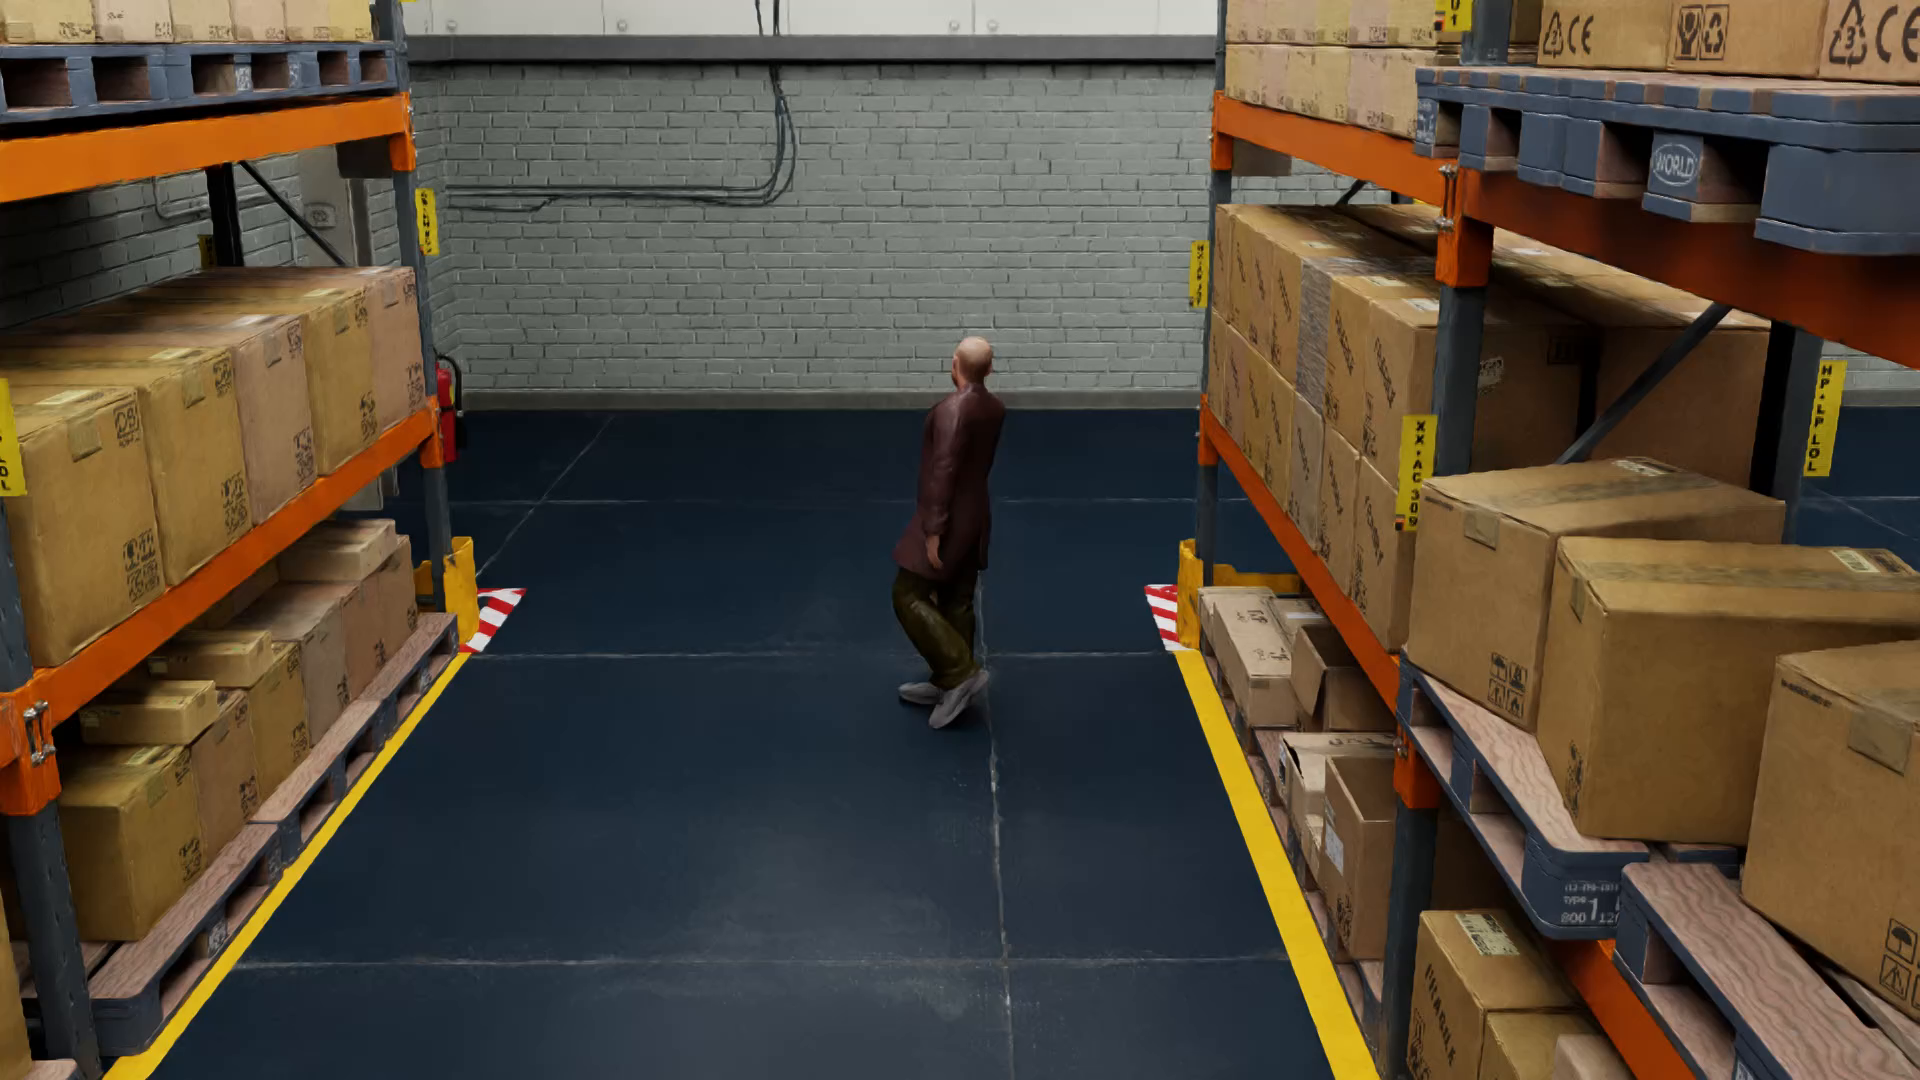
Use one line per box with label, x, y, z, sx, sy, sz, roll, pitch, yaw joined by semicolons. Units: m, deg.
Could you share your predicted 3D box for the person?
person;-0.034;-0.058;7.760;0.511;1.776;0.643;8;19;26
